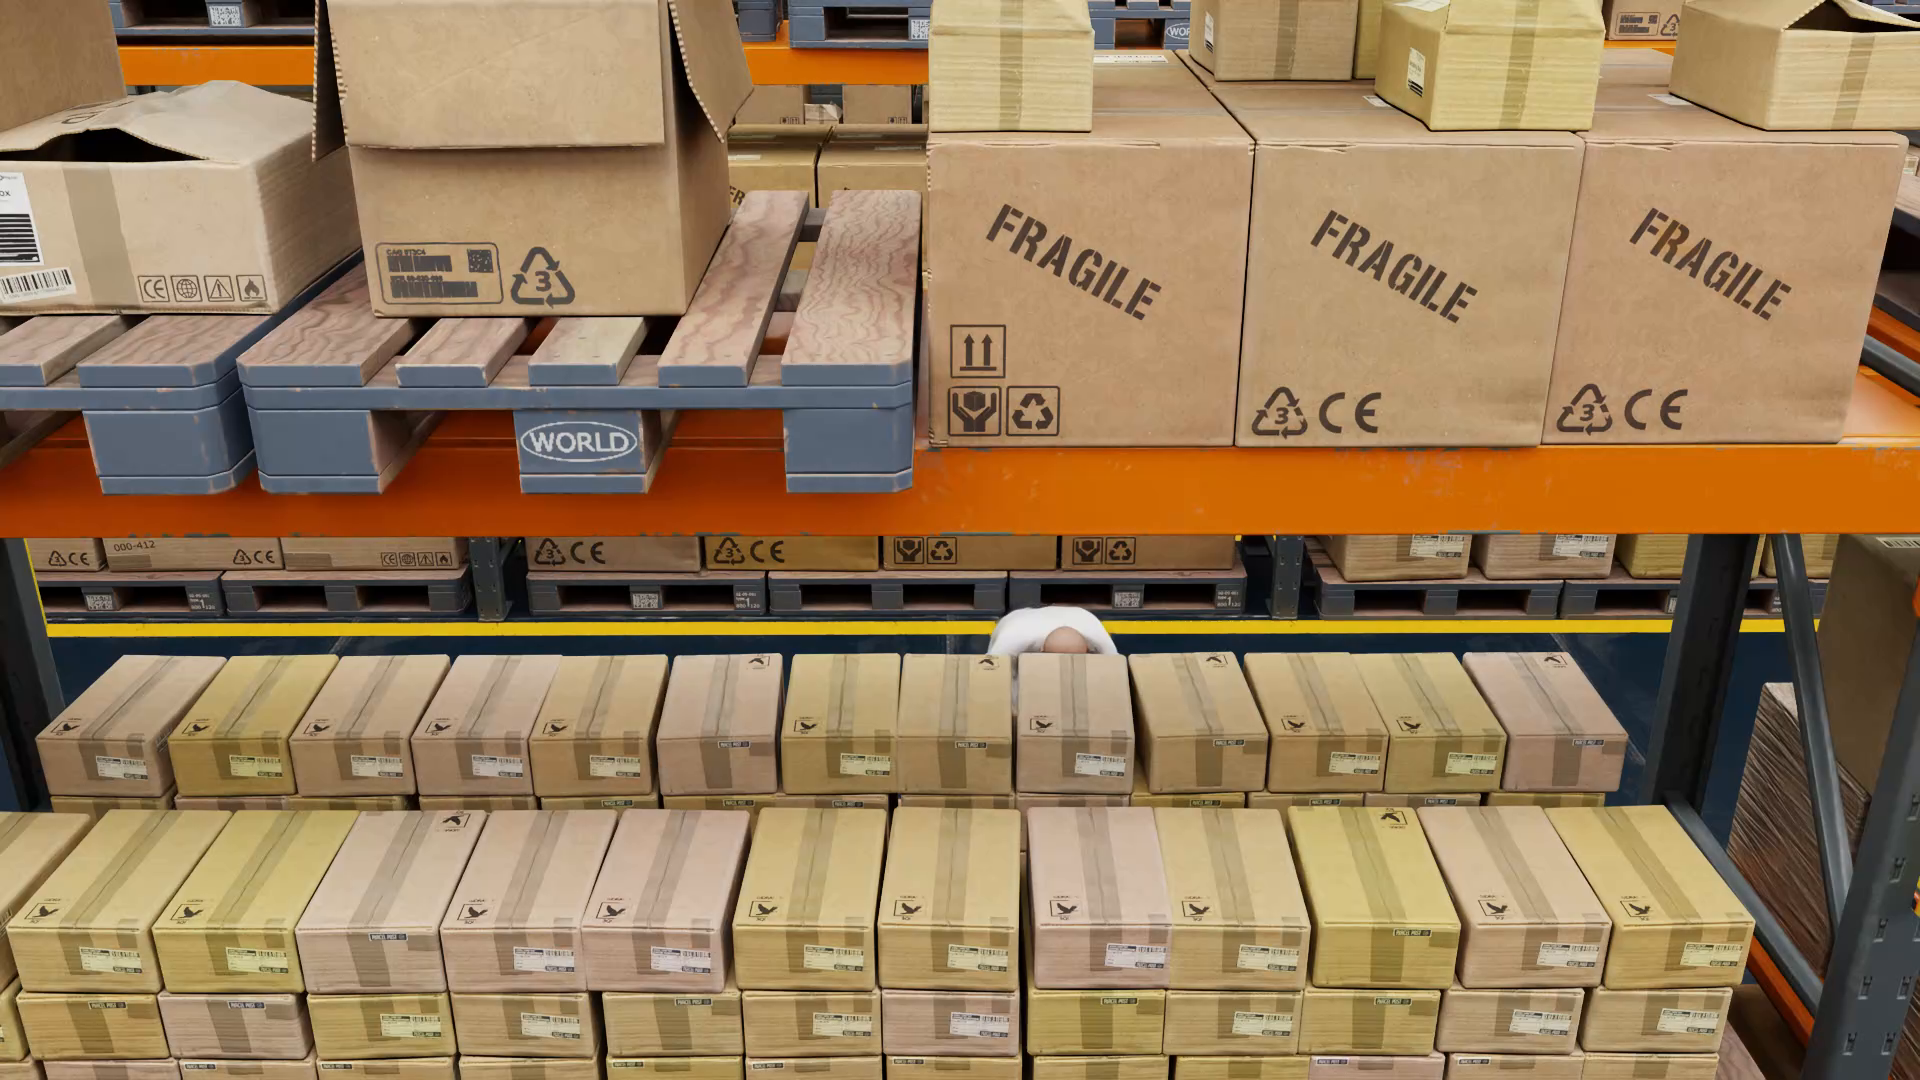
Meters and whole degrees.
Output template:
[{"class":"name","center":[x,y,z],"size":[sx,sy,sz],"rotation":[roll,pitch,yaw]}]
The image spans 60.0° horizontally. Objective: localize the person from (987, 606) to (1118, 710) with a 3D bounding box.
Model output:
[{"class":"person","center":[0.349,0.634,6.865],"size":[0.592,0.857,0.900],"rotation":[0,24,0]}]
